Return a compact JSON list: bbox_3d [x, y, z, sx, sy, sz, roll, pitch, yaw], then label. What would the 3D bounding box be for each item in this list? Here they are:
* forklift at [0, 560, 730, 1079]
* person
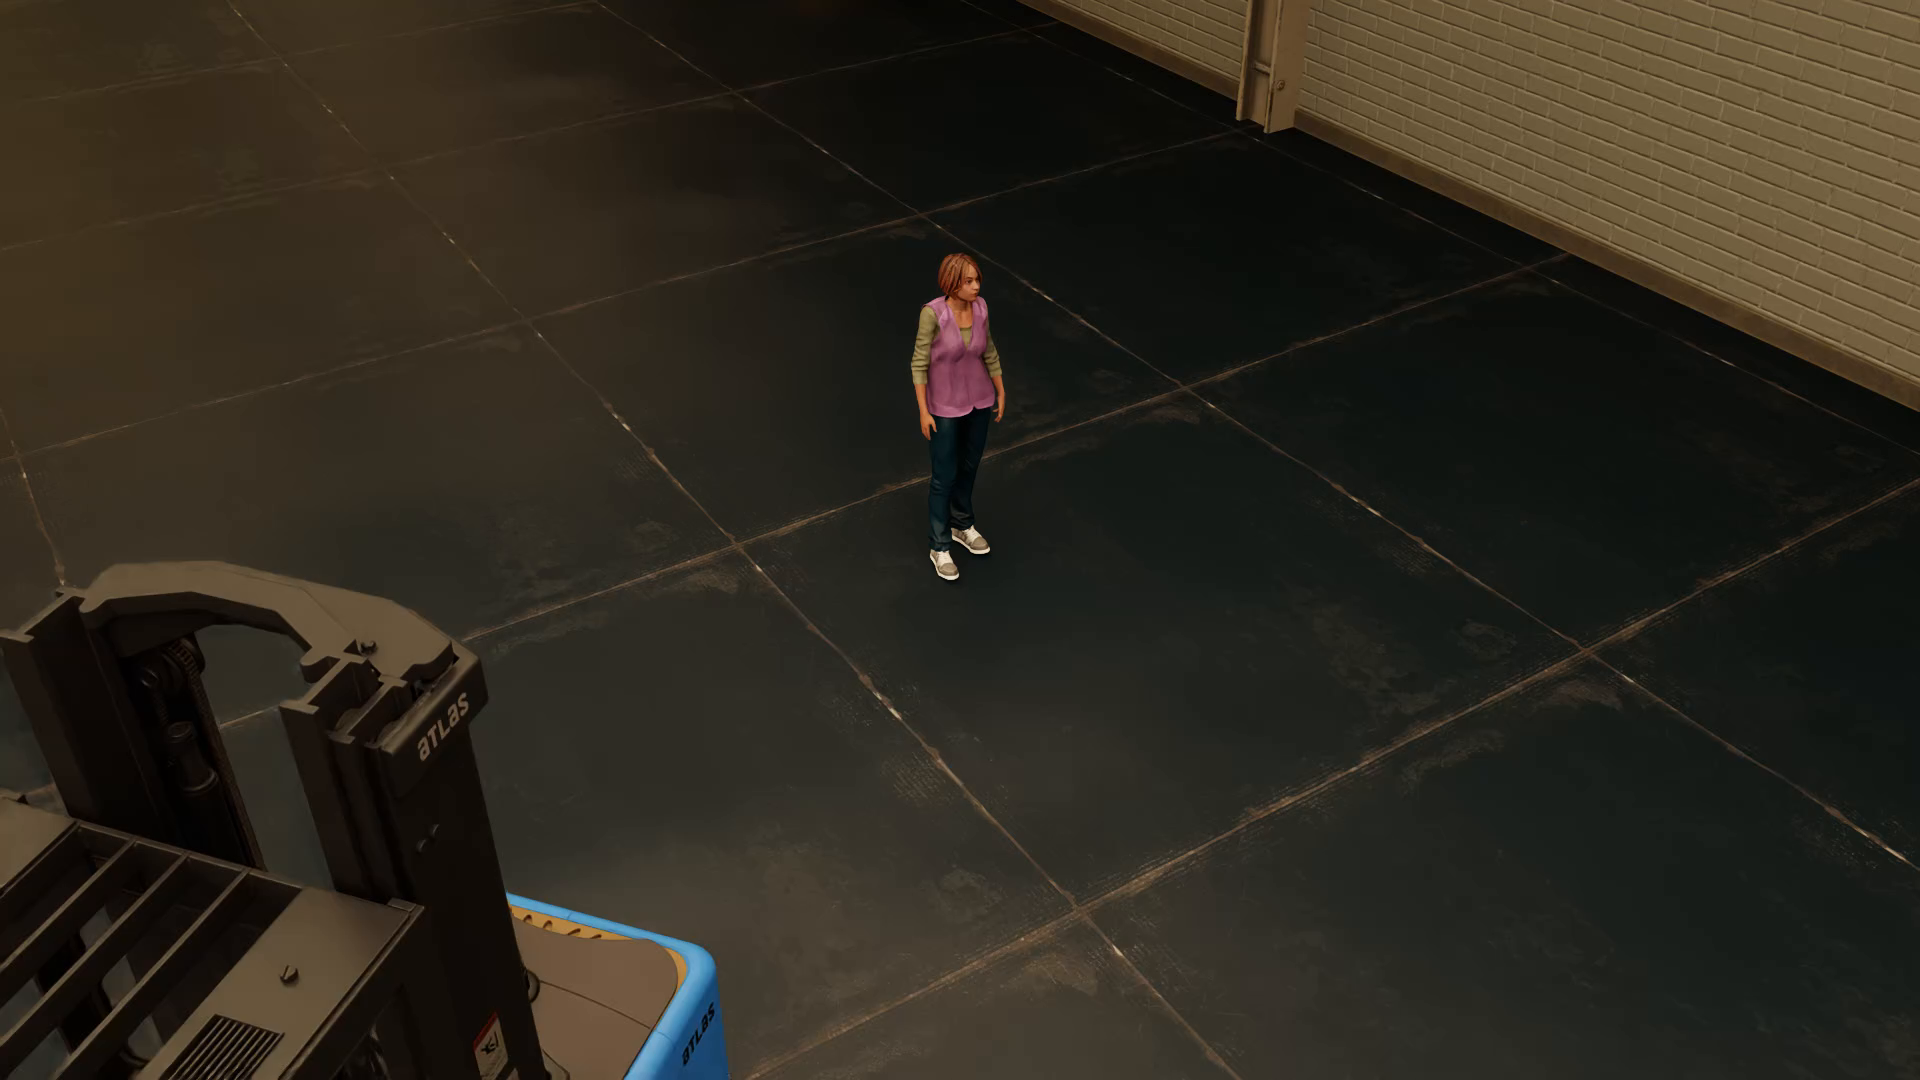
[{"bbox_3d":[-1.679,1.639,3.815,1.130,2.935,3.031,11,37,15],"label":"forklift"},{"bbox_3d":[0.028,-0.620,8.177,0.520,1.597,0.476,-21,40,-27],"label":"person"}]
